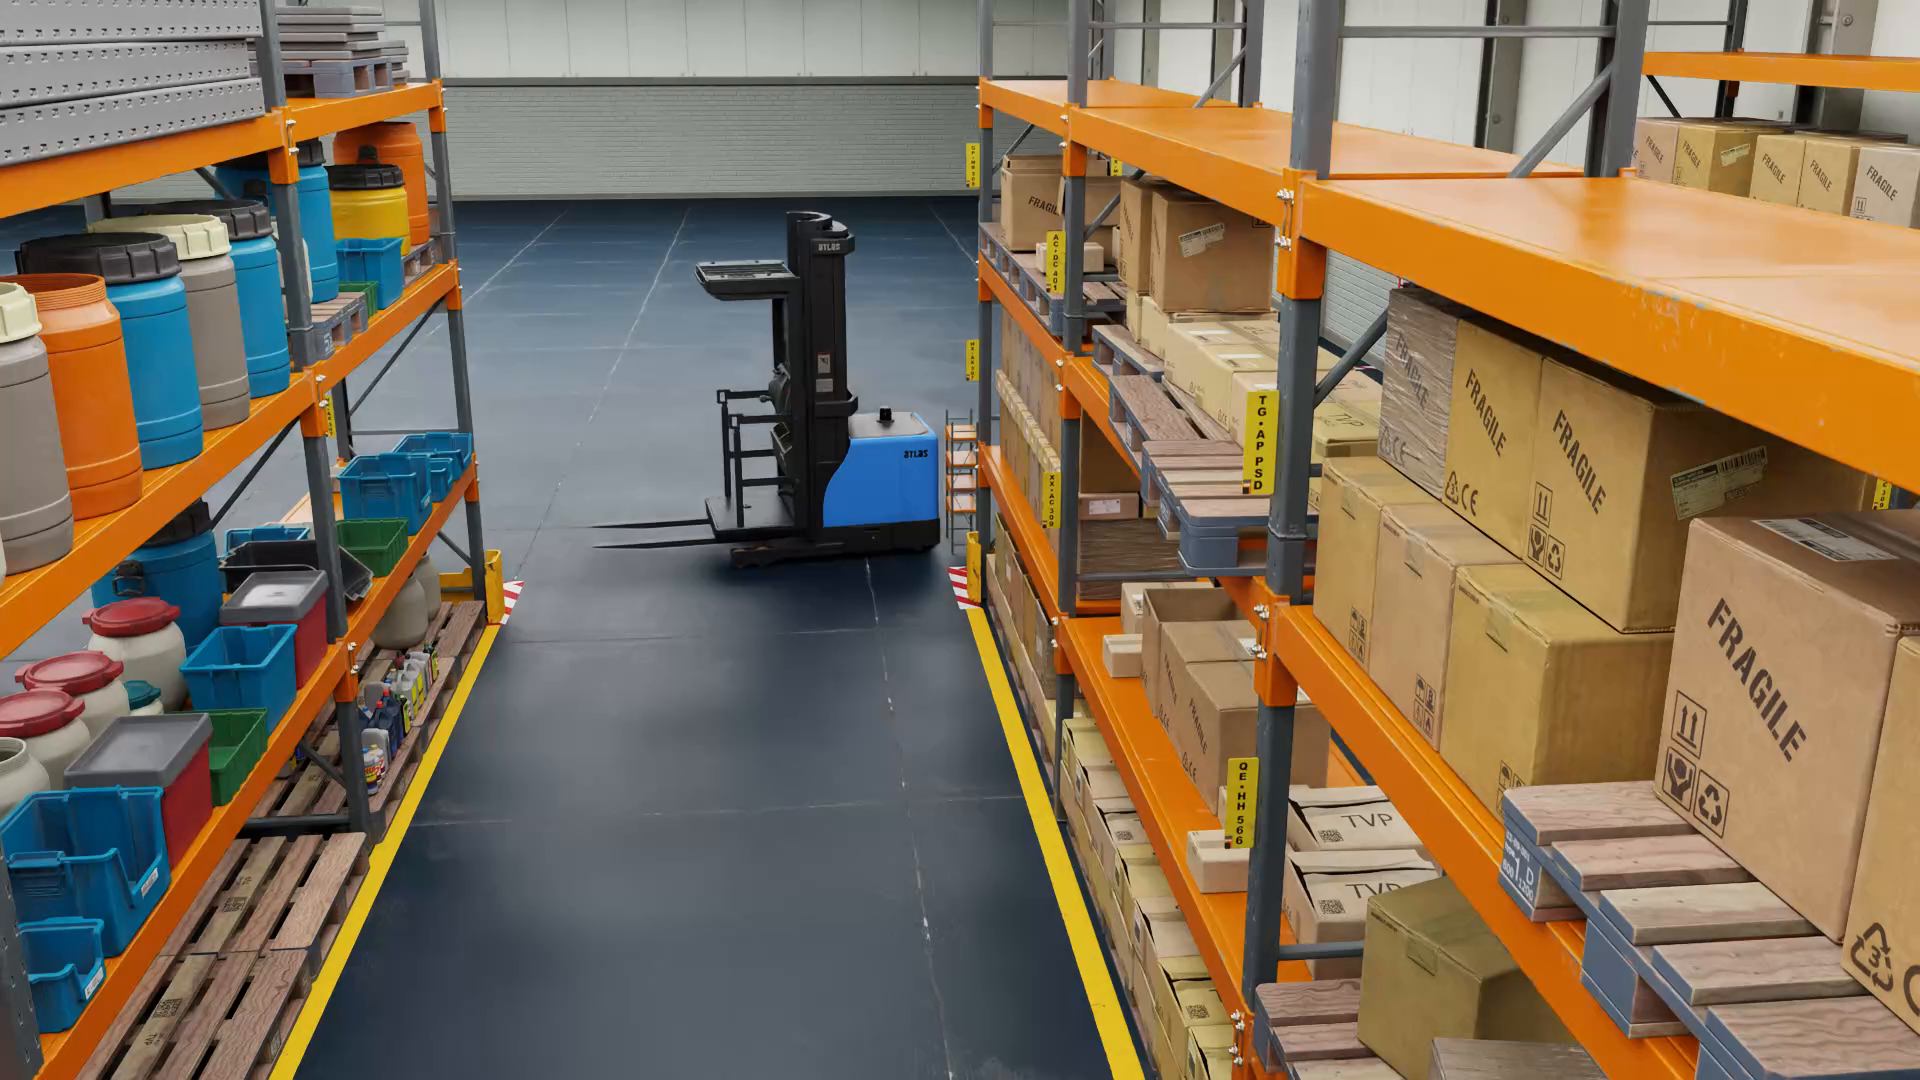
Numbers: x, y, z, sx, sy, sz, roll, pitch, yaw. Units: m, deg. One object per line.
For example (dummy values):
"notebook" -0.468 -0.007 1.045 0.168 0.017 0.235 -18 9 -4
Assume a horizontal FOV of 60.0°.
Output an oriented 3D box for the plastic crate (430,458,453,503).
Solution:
"plastic crate" -3.865 -0.425 11.771 0.499 0.251 0.408 -2 18 -6

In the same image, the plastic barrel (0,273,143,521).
"plastic barrel" -3.386 -0.528 6.127 0.600 0.830 0.708 -2 18 -6

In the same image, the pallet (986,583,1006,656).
"pallet" 0.773 0.576 12.991 1.003 0.211 1.213 -2 18 -6

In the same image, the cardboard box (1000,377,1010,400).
"cardboard box" 0.508 -1.136 12.539 0.380 0.149 0.250 -2 18 -7

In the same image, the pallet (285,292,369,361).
"pallet" -4.034 -1.191 9.269 1.213 0.211 1.003 -2 18 -6

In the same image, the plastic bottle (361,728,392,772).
"plastic bottle" -3.520 1.248 10.006 0.152 0.276 0.135 -1 17 -4

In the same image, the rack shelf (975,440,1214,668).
"rack shelf" 0.858 -0.042 11.504 1.077 0.370 4.000 -2 18 -6

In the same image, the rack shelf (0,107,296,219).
"rack shelf" -3.656 -1.370 6.386 1.077 0.370 4.000 -2 18 -6

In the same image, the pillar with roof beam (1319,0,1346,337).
"pillar with roof beam" 0.992 -7.258 23.272 9.100 9.000 0.400 -2 18 -6

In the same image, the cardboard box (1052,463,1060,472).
"cardboard box" 0.771 -0.373 10.107 0.380 0.149 0.250 -2 18 -7

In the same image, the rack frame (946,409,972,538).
"rack frame" -0.008 -0.596 15.072 0.240 1.200 0.015 -2 18 -6

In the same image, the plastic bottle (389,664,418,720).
"plastic bottle" -3.596 0.980 10.735 0.144 0.351 0.185 -2 18 -6

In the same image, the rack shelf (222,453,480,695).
"rack shelf" -4.069 0.110 11.020 1.077 0.370 4.000 -2 18 -6

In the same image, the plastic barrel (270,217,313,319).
"plastic barrel" -3.712 -1.457 8.914 0.421 0.512 0.421 0 17 0

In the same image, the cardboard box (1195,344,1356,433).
"cardboard box" 1.255 -0.617 6.678 0.500 0.250 0.500 -2 18 -7

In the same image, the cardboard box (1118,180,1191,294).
"cardboard box" 1.089 -1.522 8.307 0.500 0.500 0.500 -2 17 -5

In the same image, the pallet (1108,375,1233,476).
"pallet" 1.200 -0.471 6.978 1.003 0.211 1.213 -1 17 -3

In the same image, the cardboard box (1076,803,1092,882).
"cardboard box" 0.911 1.602 8.955 0.500 0.250 0.500 -1 17 -4

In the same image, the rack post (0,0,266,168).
"rack post" -3.574 -2.011 6.226 1.013 1.000 3.121 -2 18 -6

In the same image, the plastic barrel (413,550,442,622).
"plastic barrel" -4.131 0.351 12.503 0.421 0.512 0.421 0 17 0

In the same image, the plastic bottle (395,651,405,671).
"plastic bottle" -3.757 0.870 11.199 0.061 0.283 0.133 -2 18 -6

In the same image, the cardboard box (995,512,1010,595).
"cardboard box" 0.540 0.088 12.526 0.500 0.500 0.500 -2 18 -6

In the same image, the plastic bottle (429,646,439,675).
"plastic bottle" -3.650 0.830 11.464 0.097 0.201 0.097 0 17 0

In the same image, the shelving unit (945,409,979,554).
"shelving unit" 0.017 -0.523 14.840 0.258 1.200 0.503 -2 18 -6

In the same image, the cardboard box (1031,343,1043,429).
"cardboard box" 0.857 -1.037 11.139 0.700 0.500 0.500 -2 18 -6

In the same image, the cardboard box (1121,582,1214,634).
"cardboard box" 1.159 0.427 9.058 0.500 0.250 0.500 -1 17 -2

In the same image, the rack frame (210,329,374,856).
"rack frame" -3.863 0.362 9.015 1.000 3.000 0.127 -2 18 -6

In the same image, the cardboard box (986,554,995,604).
"cardboard box" 0.486 0.297 13.113 0.500 0.250 0.500 -2 18 -6

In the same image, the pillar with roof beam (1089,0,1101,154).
"pillar with roof beam" -0.865 -12.621 40.354 9.100 9.000 0.400 -2 18 -6

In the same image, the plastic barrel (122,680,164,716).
"plastic barrel" -3.879 0.828 7.764 0.301 0.262 0.301 0 17 0

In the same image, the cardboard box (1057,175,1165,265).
"cardboard box" 1.020 -2.032 10.525 0.797 0.503 0.637 0 17 0

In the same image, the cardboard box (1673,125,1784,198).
"cardboard box" 5.443 -2.675 11.813 0.500 0.500 0.500 -1 17 -4

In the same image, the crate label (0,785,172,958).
"crate label" -3.283 1.233 6.183 0.502 0.435 0.616 -2 18 -6

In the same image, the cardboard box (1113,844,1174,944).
"cardboard box" 1.019 1.643 7.888 0.500 0.311 0.500 -1 17 -4

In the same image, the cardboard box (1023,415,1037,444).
"cardboard box" 0.636 -0.757 11.330 0.380 0.149 0.250 -2 18 -5

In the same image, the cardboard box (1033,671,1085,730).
"cardboard box" 0.758 1.041 10.742 0.500 0.250 0.500 -2 18 -6

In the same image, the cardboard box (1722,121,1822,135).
"cardboard box" 5.951 -2.818 12.269 0.500 0.500 0.500 -1 17 -2

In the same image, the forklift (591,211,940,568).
"forklift" -1.751 -1.331 14.523 3.031 2.935 1.130 -4 18 -13

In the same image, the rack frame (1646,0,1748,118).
"rack frame" 5.579 -3.998 12.887 1.000 3.000 0.127 -2 18 -6

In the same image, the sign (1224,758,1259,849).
"sign" 0.926 0.868 5.471 0.100 0.325 0.005 -2 18 -6

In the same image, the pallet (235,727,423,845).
"pallet" -3.890 1.491 10.074 1.003 0.211 1.213 -2 18 -6

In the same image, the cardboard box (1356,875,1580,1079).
"cardboard box" 1.654 1.338 5.038 0.700 0.500 0.500 -8 19 -24

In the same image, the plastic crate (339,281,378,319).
"plastic crate" -3.755 -1.446 10.121 0.336 0.188 0.450 -2 18 -6

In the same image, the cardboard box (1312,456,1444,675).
"cardboard box" 1.556 0.052 4.828 0.910 0.500 0.500 -2 18 -6

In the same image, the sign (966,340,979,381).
"sign" 0.099 -1.417 13.104 0.100 0.325 0.005 -2 18 -6

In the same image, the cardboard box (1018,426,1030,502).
"cardboard box" 0.792 -0.585 11.866 0.700 0.500 0.500 -2 18 -5

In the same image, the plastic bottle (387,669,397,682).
"plastic bottle" -3.759 0.956 11.061 0.097 0.201 0.097 0 17 0

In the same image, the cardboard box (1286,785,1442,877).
"cardboard box" 1.578 1.172 6.584 0.500 0.311 0.500 -2 18 -6

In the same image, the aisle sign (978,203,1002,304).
"aisle sign" 0.341 -2.232 12.937 0.394 0.787 0.004 -2 18 -6
